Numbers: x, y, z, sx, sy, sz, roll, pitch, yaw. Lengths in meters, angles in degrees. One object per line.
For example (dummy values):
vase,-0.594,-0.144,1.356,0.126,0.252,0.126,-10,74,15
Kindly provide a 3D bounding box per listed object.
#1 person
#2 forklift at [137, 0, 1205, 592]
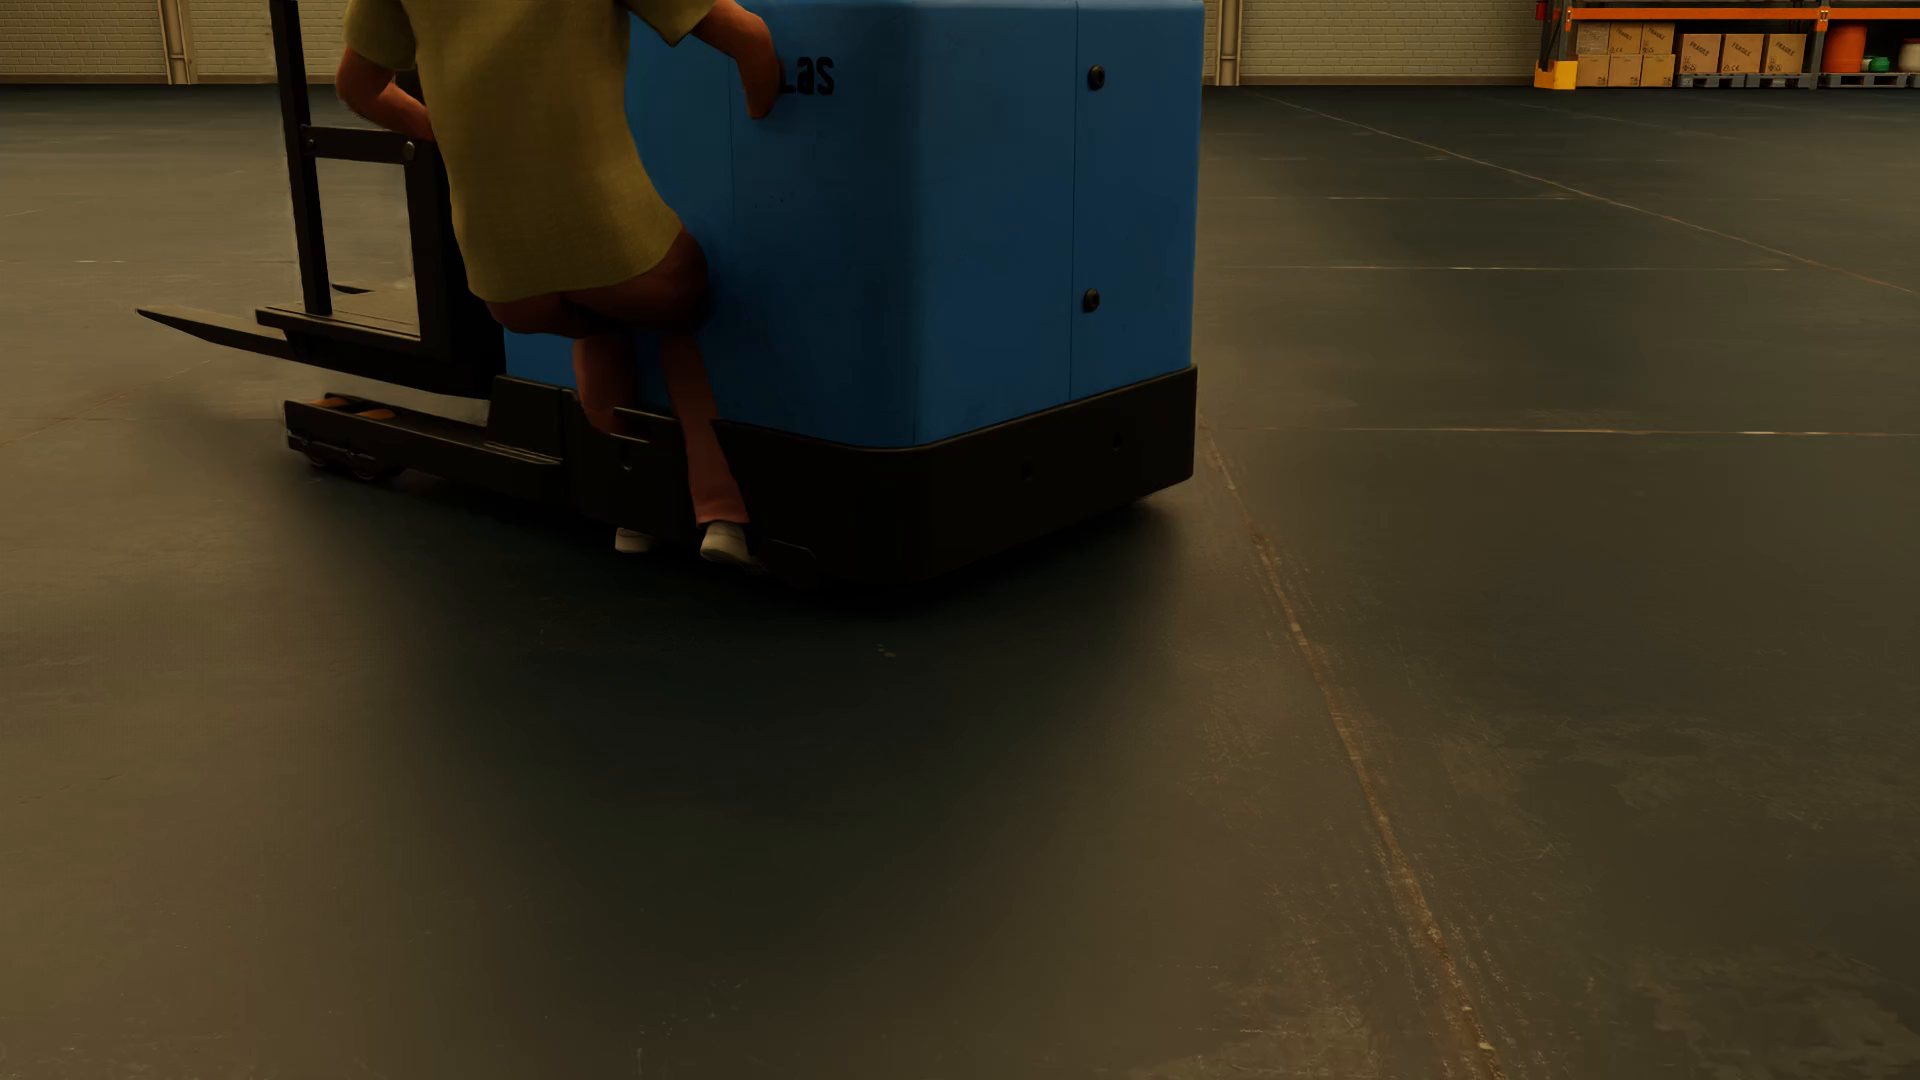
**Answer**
person,-0.651,-0.593,2.949,0.728,1.461,0.820,0,17,0
forklift,-0.962,-1.642,3.718,3.031,2.935,1.130,13,22,37
